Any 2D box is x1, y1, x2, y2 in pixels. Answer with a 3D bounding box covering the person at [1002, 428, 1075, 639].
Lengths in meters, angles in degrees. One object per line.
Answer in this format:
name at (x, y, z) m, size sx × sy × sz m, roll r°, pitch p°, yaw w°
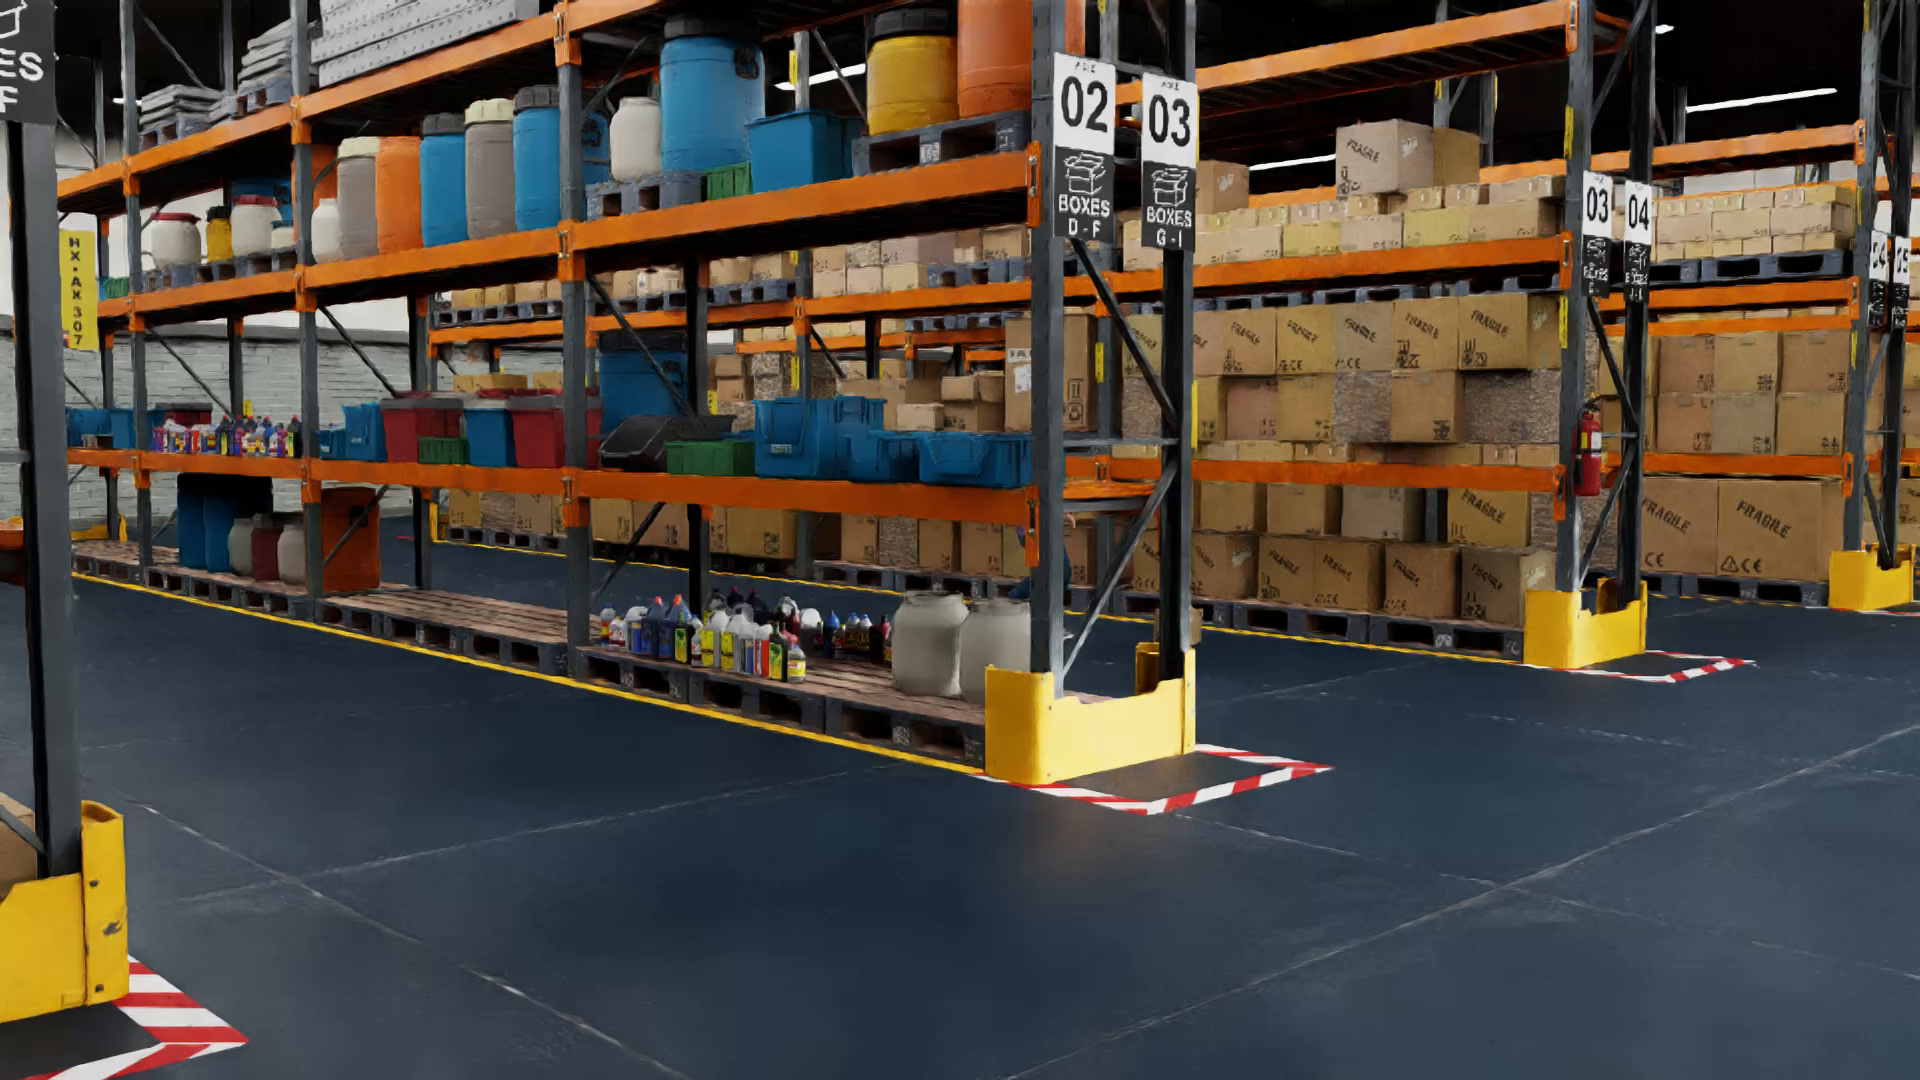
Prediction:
person at (0.580, -0.049, 12.176) m, size 0.450 × 1.566 × 0.665 m, roll 3°, pitch 5°, yaw 37°
